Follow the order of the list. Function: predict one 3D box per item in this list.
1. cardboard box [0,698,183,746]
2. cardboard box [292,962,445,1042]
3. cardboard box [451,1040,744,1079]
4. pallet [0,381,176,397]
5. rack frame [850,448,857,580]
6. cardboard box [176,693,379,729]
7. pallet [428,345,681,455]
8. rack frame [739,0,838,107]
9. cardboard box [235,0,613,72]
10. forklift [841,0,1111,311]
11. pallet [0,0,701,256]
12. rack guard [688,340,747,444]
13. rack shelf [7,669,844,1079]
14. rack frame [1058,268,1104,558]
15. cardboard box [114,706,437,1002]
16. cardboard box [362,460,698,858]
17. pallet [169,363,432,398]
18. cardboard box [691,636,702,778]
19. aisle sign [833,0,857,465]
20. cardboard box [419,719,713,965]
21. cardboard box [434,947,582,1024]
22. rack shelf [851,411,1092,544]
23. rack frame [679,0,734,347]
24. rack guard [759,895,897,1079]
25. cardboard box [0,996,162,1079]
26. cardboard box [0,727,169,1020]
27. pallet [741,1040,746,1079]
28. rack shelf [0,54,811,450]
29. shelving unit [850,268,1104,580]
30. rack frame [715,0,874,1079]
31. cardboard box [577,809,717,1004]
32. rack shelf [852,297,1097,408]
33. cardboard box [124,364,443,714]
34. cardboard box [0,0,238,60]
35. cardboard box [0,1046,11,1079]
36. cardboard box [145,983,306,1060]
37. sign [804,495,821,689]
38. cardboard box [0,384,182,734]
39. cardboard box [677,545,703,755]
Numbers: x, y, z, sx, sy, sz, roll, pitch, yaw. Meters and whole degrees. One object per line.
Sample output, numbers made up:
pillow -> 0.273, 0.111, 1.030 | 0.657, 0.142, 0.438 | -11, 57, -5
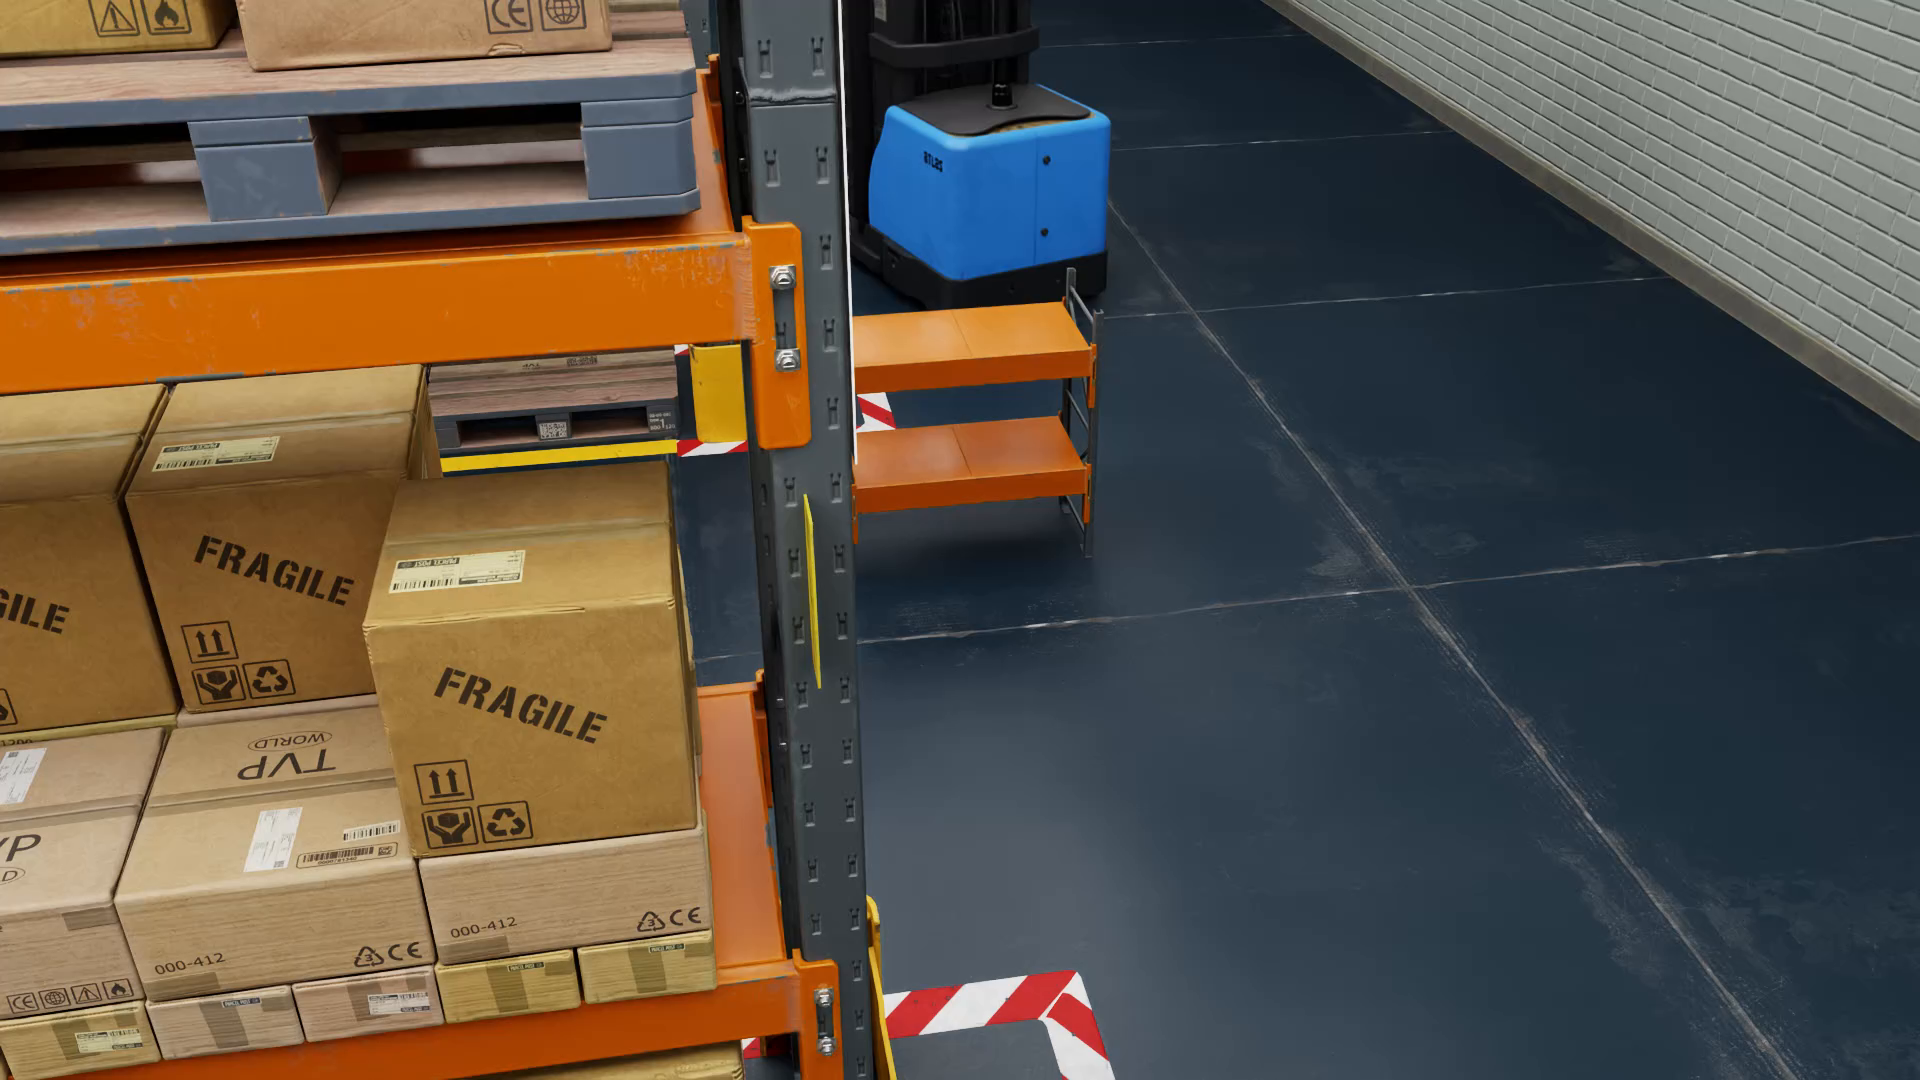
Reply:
cardboard box -> -1.855, 0.357, 3.537 | 0.500, 0.250, 0.500 | -6, 31, -11
cardboard box -> -1.124, 0.769, 3.231 | 0.250, 0.149, 0.380 | -5, 31, -9
cardboard box -> -0.945, 1.250, 3.847 | 0.875, 0.875, 0.875 | -5, 31, -9
pallet -> -4.440, -0.572, 8.014 | 1.213, 0.211, 1.003 | -5, 31, -9
rack frame -> -0.493, -0.439, 6.887 | 0.032, 1.125, 0.500 | -5, 31, -9
cardboard box -> -1.361, 0.313, 3.612 | 0.500, 0.250, 0.500 | -6, 31, -10
pallet -> -2.040, -0.795, 8.393 | 1.213, 0.211, 1.003 | -5, 31, -9
rack frame -> -0.330, -2.169, 2.061 | 0.127, 3.000, 1.000 | -5, 31, -9
cardboard box -> -0.832, -1.069, 2.538 | 0.500, 0.500, 0.700 | -7, 31, -12
forklift -> -0.298, -3.185, 9.775 | 1.130, 2.935, 3.031 | -15, 34, -24
pallet -> -1.058, -0.765, 2.720 | 1.213, 0.211, 1.003 | -5, 31, -9
rack guard -> -1.201, -0.984, 8.430 | 0.348, 0.500, 1.175 | -5, 31, -9
rack shelf -> -2.297, 0.910, 3.454 | 4.000, 0.370, 1.077 | -5, 31, -9
rack frame -> 0.507, -0.532, 7.045 | 0.032, 1.125, 0.500 | -5, 31, -9
cardboard box -> -1.258, 0.576, 3.166 | 0.500, 0.250, 0.500 | -6, 31, -10
cardboard box -> -0.762, 0.206, 3.056 | 0.500, 0.500, 0.500 | -5, 31, -8
pallet -> -3.238, -0.685, 8.207 | 1.213, 0.211, 1.003 | -5, 31, -9
cardboard box -> -0.738, 0.393, 3.870 | 0.250, 0.149, 0.380 | -5, 31, -8
aisle sign -> -0.205, -0.561, 2.680 | 0.004, 0.787, 0.394 | -5, 31, -9
cardboard box -> -0.759, 0.530, 3.244 | 0.500, 0.250, 0.500 | -6, 31, -10
cardboard box -> -0.876, 0.746, 3.269 | 0.250, 0.149, 0.380 | -5, 31, -8
rack shelf -> 0.007, -0.275, 7.090 | 1.000, 0.278, 0.538 | -5, 31, -9
rack frame -> -1.222, -2.053, 7.781 | 0.127, 3.000, 1.000 | -5, 31, -9
rack guard -> -0.306, 1.492, 4.219 | 0.348, 0.500, 1.175 | -5, 31, -9
cardboard box -> -1.625, 0.816, 3.151 | 0.250, 0.149, 0.380 | -6, 31, -10
cardboard box -> -1.758, 0.622, 3.087 | 0.500, 0.250, 0.500 | -6, 31, -11
pallet -> -1.102, 1.731, 4.098 | 1.213, 0.211, 1.003 | -5, 31, -9
rack shelf -> -2.297, -0.383, 2.693 | 4.000, 0.370, 1.077 | -5, 31, -9
shelving unit -> 0.007, -0.486, 6.966 | 1.048, 1.125, 0.538 | -5, 31, -9
rack frame -> -0.330, 0.417, 3.582 | 0.127, 3.000, 1.000 | -5, 31, -9
cardboard box -> -0.621, 0.722, 3.311 | 0.250, 0.149, 0.380 | -5, 31, -8
rack shelf -> 0.007, -0.738, 6.818 | 1.000, 0.278, 0.538 | -5, 31, -9
cardboard box -> -1.342, -0.015, 3.431 | 0.500, 0.500, 0.500 | -6, 31, -10
cardboard box -> -1.407, -1.078, 2.553 | 0.500, 0.500, 0.700 | -6, 31, -11
cardboard box -> -1.880, 0.840, 3.110 | 0.250, 0.149, 0.380 | -5, 31, -9
cardboard box -> -1.370, 0.791, 3.193 | 0.250, 0.149, 0.380 | -5, 31, -8
sign -> -0.246, 0.087, 2.766 | 0.005, 0.325, 0.100 | -5, 31, -9
cardboard box -> -1.851, 0.035, 3.345 | 0.500, 0.500, 0.500 | -6, 31, -10
cardboard box -> -0.850, 0.262, 3.699 | 0.500, 0.250, 0.500 | -6, 31, -10
